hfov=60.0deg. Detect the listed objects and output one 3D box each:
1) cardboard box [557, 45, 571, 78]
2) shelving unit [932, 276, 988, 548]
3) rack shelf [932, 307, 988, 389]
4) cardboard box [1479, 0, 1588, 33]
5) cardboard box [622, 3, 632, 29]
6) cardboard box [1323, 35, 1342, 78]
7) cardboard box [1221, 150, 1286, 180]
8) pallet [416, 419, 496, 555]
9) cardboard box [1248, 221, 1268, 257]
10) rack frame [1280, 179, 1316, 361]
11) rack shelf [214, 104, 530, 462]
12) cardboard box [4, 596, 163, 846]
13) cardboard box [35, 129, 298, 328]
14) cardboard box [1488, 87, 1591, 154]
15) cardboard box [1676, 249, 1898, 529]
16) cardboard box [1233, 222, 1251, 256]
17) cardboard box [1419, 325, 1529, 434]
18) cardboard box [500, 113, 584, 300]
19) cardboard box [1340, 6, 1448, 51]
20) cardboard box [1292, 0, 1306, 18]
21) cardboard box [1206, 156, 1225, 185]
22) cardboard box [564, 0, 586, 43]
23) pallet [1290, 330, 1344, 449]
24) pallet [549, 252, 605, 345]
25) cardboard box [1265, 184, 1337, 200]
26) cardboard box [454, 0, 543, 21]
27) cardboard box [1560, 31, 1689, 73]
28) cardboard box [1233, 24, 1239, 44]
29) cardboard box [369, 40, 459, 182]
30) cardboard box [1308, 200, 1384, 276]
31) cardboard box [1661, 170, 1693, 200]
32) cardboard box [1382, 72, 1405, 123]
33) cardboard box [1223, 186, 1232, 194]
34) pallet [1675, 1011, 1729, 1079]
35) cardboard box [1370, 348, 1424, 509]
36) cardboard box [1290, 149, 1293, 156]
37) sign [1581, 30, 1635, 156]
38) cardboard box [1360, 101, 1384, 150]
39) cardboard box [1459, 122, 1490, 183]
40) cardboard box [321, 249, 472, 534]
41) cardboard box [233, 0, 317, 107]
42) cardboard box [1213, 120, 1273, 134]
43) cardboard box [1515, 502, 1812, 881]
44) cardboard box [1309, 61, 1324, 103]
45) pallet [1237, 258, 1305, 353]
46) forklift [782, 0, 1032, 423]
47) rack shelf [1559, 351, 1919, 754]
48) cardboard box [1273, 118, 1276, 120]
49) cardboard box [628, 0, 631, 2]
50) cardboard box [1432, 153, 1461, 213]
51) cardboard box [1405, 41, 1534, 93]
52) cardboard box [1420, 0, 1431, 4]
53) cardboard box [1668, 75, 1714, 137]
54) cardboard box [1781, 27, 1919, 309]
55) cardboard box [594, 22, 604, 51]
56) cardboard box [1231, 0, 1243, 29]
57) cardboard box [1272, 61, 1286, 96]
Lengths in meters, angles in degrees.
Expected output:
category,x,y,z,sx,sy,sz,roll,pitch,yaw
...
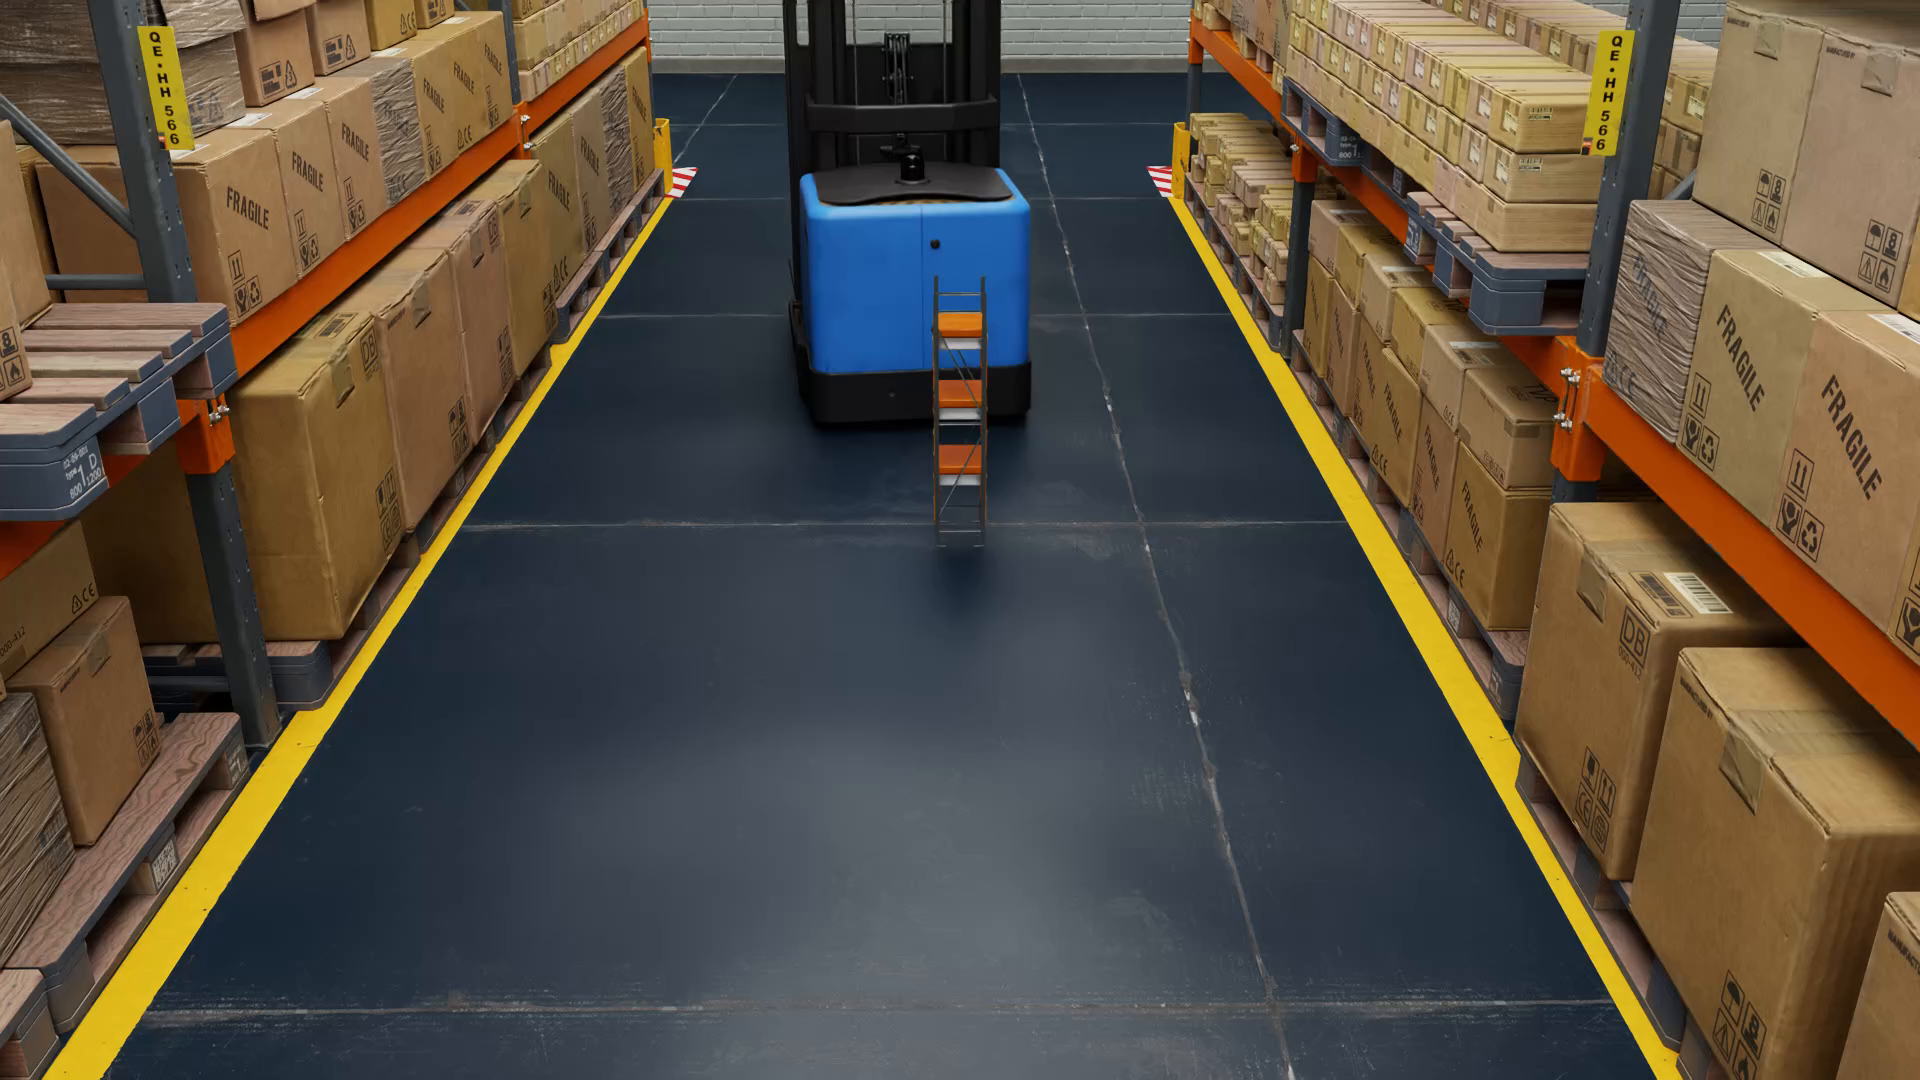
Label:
category,x,y,z,sx,sy,sz,roll,pitch,yaw
cardboard box,-2.417,-2.704,9.393,0.380,0.149,0.250,-1,24,-2
shelving unit,-0.001,-0.500,6.582,0.215,1.050,0.252,0,24,-1
rack shelf,-0.001,-0.749,6.470,0.215,0.259,0.240,0,24,-1
cardboard box,2.433,-2.209,7.066,0.380,0.149,0.250,0,24,-1
cardboard box,-2.439,-3.547,11.258,0.380,0.149,0.250,0,24,0
cardboard box,1.781,-2.078,7.139,0.380,0.149,0.250,-1,24,-3
cardboard box,1.882,-2.403,10.650,0.380,0.149,0.250,0,24,0
pallet,-2.635,-0.278,7.108,1.003,0.211,1.213,0,24,-1
cardboard box,1.868,-1.729,9.521,0.380,0.149,0.250,-1,24,-2
rack frame,2.226,-2.350,8.307,1.000,3.000,0.127,0,24,-1
rack shelf,-2.713,-1.218,6.676,1.077,0.370,4.000,0,24,-1
cardboard box,-2.664,0.493,4.520,0.700,0.500,0.500,-2,24,-3
cardboard box,-2.425,-0.969,5.130,0.500,0.500,0.500,0,24,1
cardboard box,1.806,-1.250,4.947,0.380,0.149,0.250,-1,24,-3
cardboard box,2.013,-0.352,3.767,0.500,0.500,0.500,0,24,-1
cardboard box,1.869,-1.829,10.105,0.380,0.149,0.250,0,24,-1
cardboard box,1.983,-0.585,6.017,0.500,0.250,0.500,0,24,0
cardboard box,-2.662,-1.865,9.303,0.875,0.875,0.875,0,24,-1
cardboard box,1.783,-2.105,6.838,0.380,0.149,0.250,0,24,-1
cardboard box,1.770,-2.534,7.786,0.380,0.149,0.250,1,24,2
cardboard box,1.863,-2.490,11.204,0.380,0.149,0.250,0,24,1
cardboard box,-2.490,-3.050,9.675,0.500,0.250,0.500,0,24,1
pallet,2.236,-0.759,8.172,1.003,0.211,1.213,0,24,-1
pallet,-2.665,-1.413,9.618,1.003,0.211,1.213,0,24,-1
cardboard box,1.984,-1.974,9.703,0.380,0.149,0.250,1,24,1
cardboard box,-2.485,-2.977,8.604,0.500,0.500,0.500,0,24,-1
cardboard box,2.442,-1.783,6.126,0.380,0.149,0.250,0,24,1
cardboard box,1.944,-3.214,10.520,0.380,0.149,0.250,-1,24,-2
cardboard box,-2.446,-1.805,6.979,0.500,0.500,0.500,-1,24,-1
cardboard box,1.970,-1.439,7.905,0.500,0.250,0.500,-1,24,-3
cardboard box,2.463,-1.075,5.282,0.380,0.149,0.250,1,24,2
cardboard box,1.792,-1.648,6.187,0.380,0.149,0.250,0,24,1
cardboard box,1.953,-2.253,11.042,0.380,0.149,0.250,0,24,0
pallet,2.213,1.395,3.409,1.003,0.211,1.213,0,24,-1
cardboard box,1.977,-0.456,6.643,0.500,0.500,0.500,-1,24,-3
cardboard box,2.481,-2.596,11.440,0.380,0.149,0.250,-1,24,-3
sign,1.727,-1.187,4.426,0.100,0.325,0.005,0,24,-1
cardboard box,1.789,-1.621,6.490,0.380,0.149,0.250,-1,24,-3
cardboard box,1.804,-1.226,5.255,0.380,0.149,0.250,1,24,1
cardboard box,-2.680,-0.597,6.498,1.225,0.875,0.875,0,24,0
cardboard box,-2.688,-1.794,5.738,0.797,0.503,0.637,0,24,1
cardboard box,1.971,-2.832,11.599,0.380,0.149,0.250,0,24,0
cardboard box,2.186,0.383,4.484,1.050,0.750,0.750,-1,24,-1
cardboard box,1.778,-2.046,7.428,0.380,0.149,0.250,0,24,0
pallet,2.183,-1.357,9.493,1.003,0.211,1.213,0,24,-1
forklift,-0.372,-2.460,8.632,1.130,2.935,3.031,-3,25,-7
rack shelf,2.291,0.450,2.989,1.077,0.370,4.000,0,24,-1
cardboard box,2.441,-2.945,11.850,0.380,0.149,0.250,0,24,0
cardboard box,-2.508,-3.887,11.525,0.500,0.250,0.500,-1,24,-1
cardboard box,1.800,-1.189,5.533,0.380,0.149,0.250,0,24,0
cardboard box,1.799,-1.671,5.878,0.380,0.149,0.250,0,24,-1
cardboard box,2.472,-2.737,8.679,0.500,0.500,0.500,-1,24,-2
cardboard box,2.452,-1.352,5.173,0.380,0.149,0.250,-1,24,-2
cardboard box,2.271,-0.810,3.566,0.700,0.500,0.500,-1,24,-1
cardboard box,-2.429,-3.128,10.332,0.380,0.149,0.250,0,24,0
cardboard box,1.946,-3.361,10.060,0.500,0.500,0.500,-1,24,-2
cardboard box,1.877,-2.458,8.850,0.380,0.149,0.250,-1,24,-2
